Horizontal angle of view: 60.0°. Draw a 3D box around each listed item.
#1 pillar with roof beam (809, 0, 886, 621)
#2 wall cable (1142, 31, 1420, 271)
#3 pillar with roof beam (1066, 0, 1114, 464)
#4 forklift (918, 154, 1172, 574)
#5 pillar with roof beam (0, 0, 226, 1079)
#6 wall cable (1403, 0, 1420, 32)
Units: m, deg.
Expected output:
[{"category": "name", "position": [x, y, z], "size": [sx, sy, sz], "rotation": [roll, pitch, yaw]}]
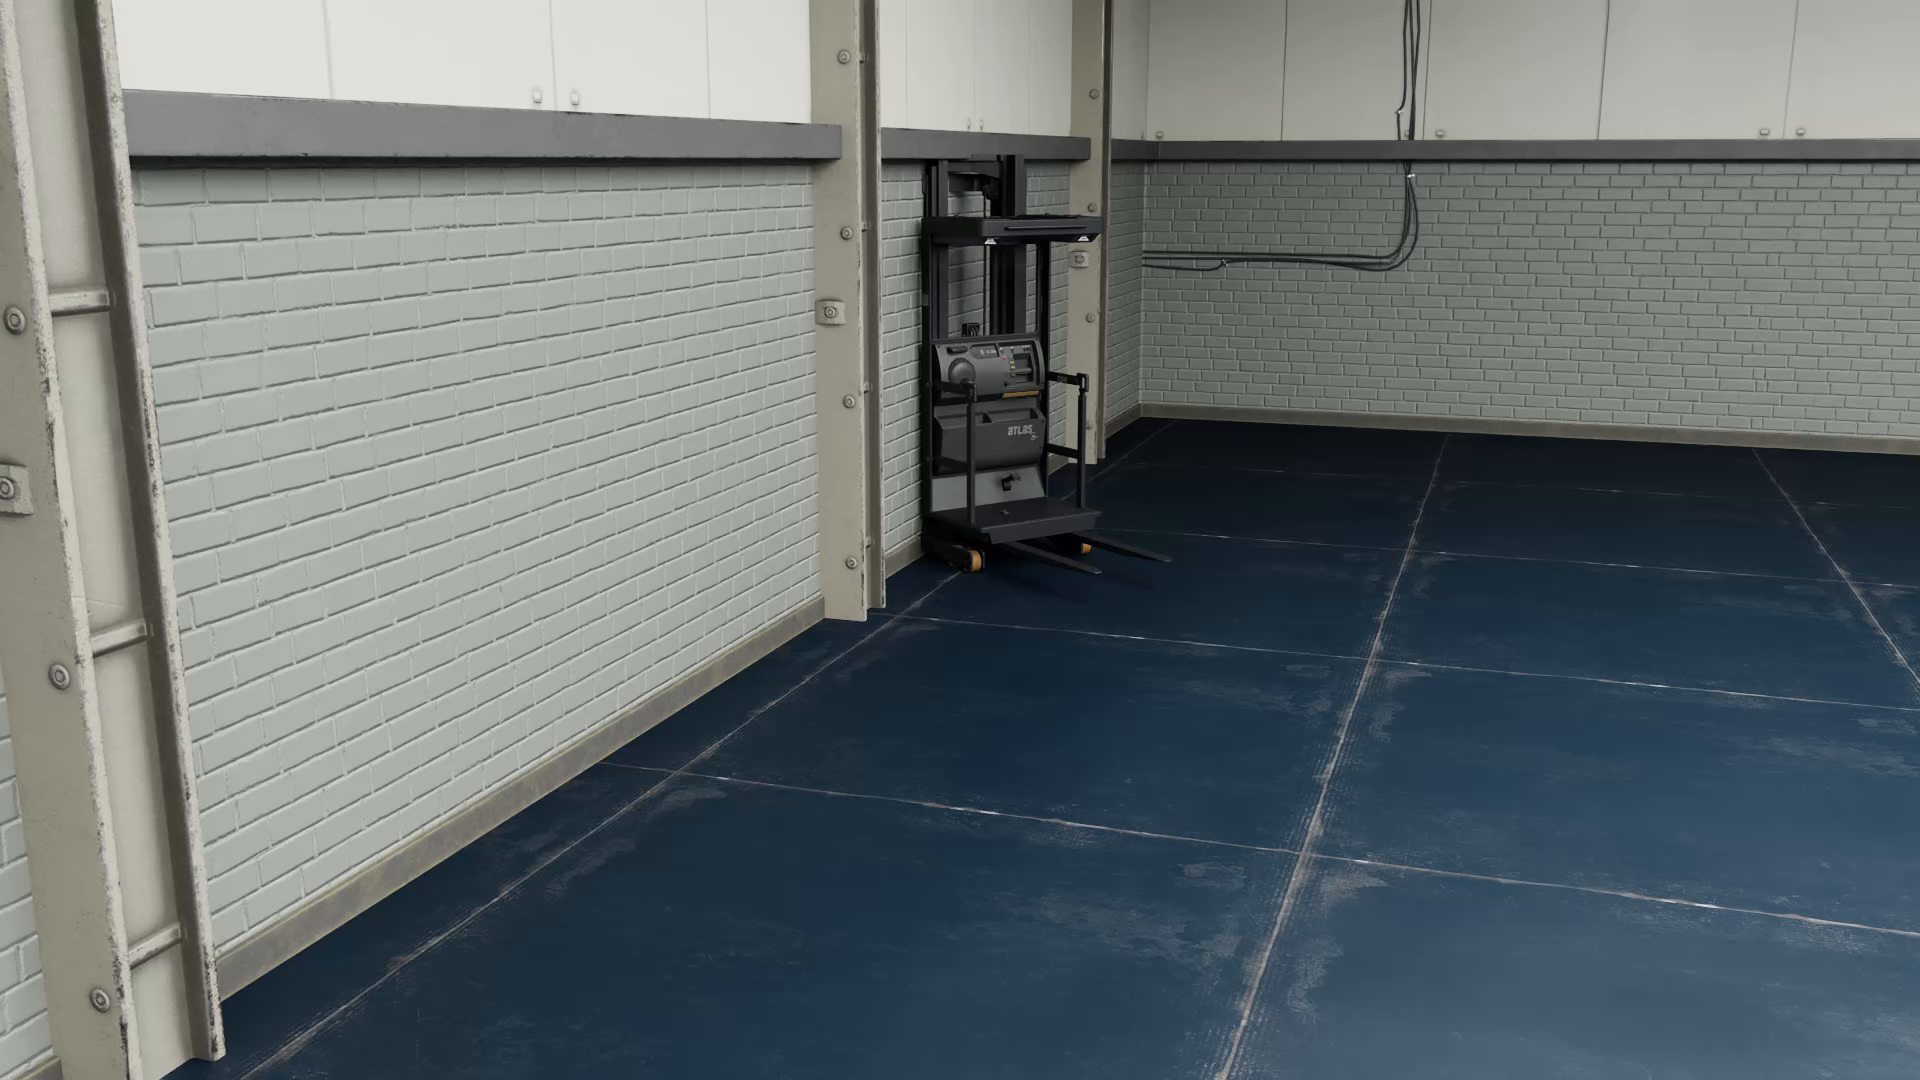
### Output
[{"category": "pillar with roof beam", "position": [3.372, -3.606, 8.565], "size": [9.100, 9.000, 0.400], "rotation": [4, 14, 18]}, {"category": "wall cable", "position": [3.444, -4.191, 18.104], "size": [3.097, 2.526, 0.112], "rotation": [4, 14, 18]}, {"category": "pillar with roof beam", "position": [5.313, -4.870, 14.100], "size": [9.100, 9.000, 0.400], "rotation": [4, 14, 18]}, {"category": "forklift", "position": [0.343, -1.313, 12.155], "size": [1.130, 2.935, 3.031], "rotation": [-8, 15, -32]}, {"category": "pillar with roof beam", "position": [1.431, -2.343, 3.030], "size": [9.100, 9.000, 0.400], "rotation": [4, 14, 18]}, {"category": "wall cable", "position": [6.004, -6.458, 16.689], "size": [3.097, 2.526, 0.112], "rotation": [4, 14, 18]}]
